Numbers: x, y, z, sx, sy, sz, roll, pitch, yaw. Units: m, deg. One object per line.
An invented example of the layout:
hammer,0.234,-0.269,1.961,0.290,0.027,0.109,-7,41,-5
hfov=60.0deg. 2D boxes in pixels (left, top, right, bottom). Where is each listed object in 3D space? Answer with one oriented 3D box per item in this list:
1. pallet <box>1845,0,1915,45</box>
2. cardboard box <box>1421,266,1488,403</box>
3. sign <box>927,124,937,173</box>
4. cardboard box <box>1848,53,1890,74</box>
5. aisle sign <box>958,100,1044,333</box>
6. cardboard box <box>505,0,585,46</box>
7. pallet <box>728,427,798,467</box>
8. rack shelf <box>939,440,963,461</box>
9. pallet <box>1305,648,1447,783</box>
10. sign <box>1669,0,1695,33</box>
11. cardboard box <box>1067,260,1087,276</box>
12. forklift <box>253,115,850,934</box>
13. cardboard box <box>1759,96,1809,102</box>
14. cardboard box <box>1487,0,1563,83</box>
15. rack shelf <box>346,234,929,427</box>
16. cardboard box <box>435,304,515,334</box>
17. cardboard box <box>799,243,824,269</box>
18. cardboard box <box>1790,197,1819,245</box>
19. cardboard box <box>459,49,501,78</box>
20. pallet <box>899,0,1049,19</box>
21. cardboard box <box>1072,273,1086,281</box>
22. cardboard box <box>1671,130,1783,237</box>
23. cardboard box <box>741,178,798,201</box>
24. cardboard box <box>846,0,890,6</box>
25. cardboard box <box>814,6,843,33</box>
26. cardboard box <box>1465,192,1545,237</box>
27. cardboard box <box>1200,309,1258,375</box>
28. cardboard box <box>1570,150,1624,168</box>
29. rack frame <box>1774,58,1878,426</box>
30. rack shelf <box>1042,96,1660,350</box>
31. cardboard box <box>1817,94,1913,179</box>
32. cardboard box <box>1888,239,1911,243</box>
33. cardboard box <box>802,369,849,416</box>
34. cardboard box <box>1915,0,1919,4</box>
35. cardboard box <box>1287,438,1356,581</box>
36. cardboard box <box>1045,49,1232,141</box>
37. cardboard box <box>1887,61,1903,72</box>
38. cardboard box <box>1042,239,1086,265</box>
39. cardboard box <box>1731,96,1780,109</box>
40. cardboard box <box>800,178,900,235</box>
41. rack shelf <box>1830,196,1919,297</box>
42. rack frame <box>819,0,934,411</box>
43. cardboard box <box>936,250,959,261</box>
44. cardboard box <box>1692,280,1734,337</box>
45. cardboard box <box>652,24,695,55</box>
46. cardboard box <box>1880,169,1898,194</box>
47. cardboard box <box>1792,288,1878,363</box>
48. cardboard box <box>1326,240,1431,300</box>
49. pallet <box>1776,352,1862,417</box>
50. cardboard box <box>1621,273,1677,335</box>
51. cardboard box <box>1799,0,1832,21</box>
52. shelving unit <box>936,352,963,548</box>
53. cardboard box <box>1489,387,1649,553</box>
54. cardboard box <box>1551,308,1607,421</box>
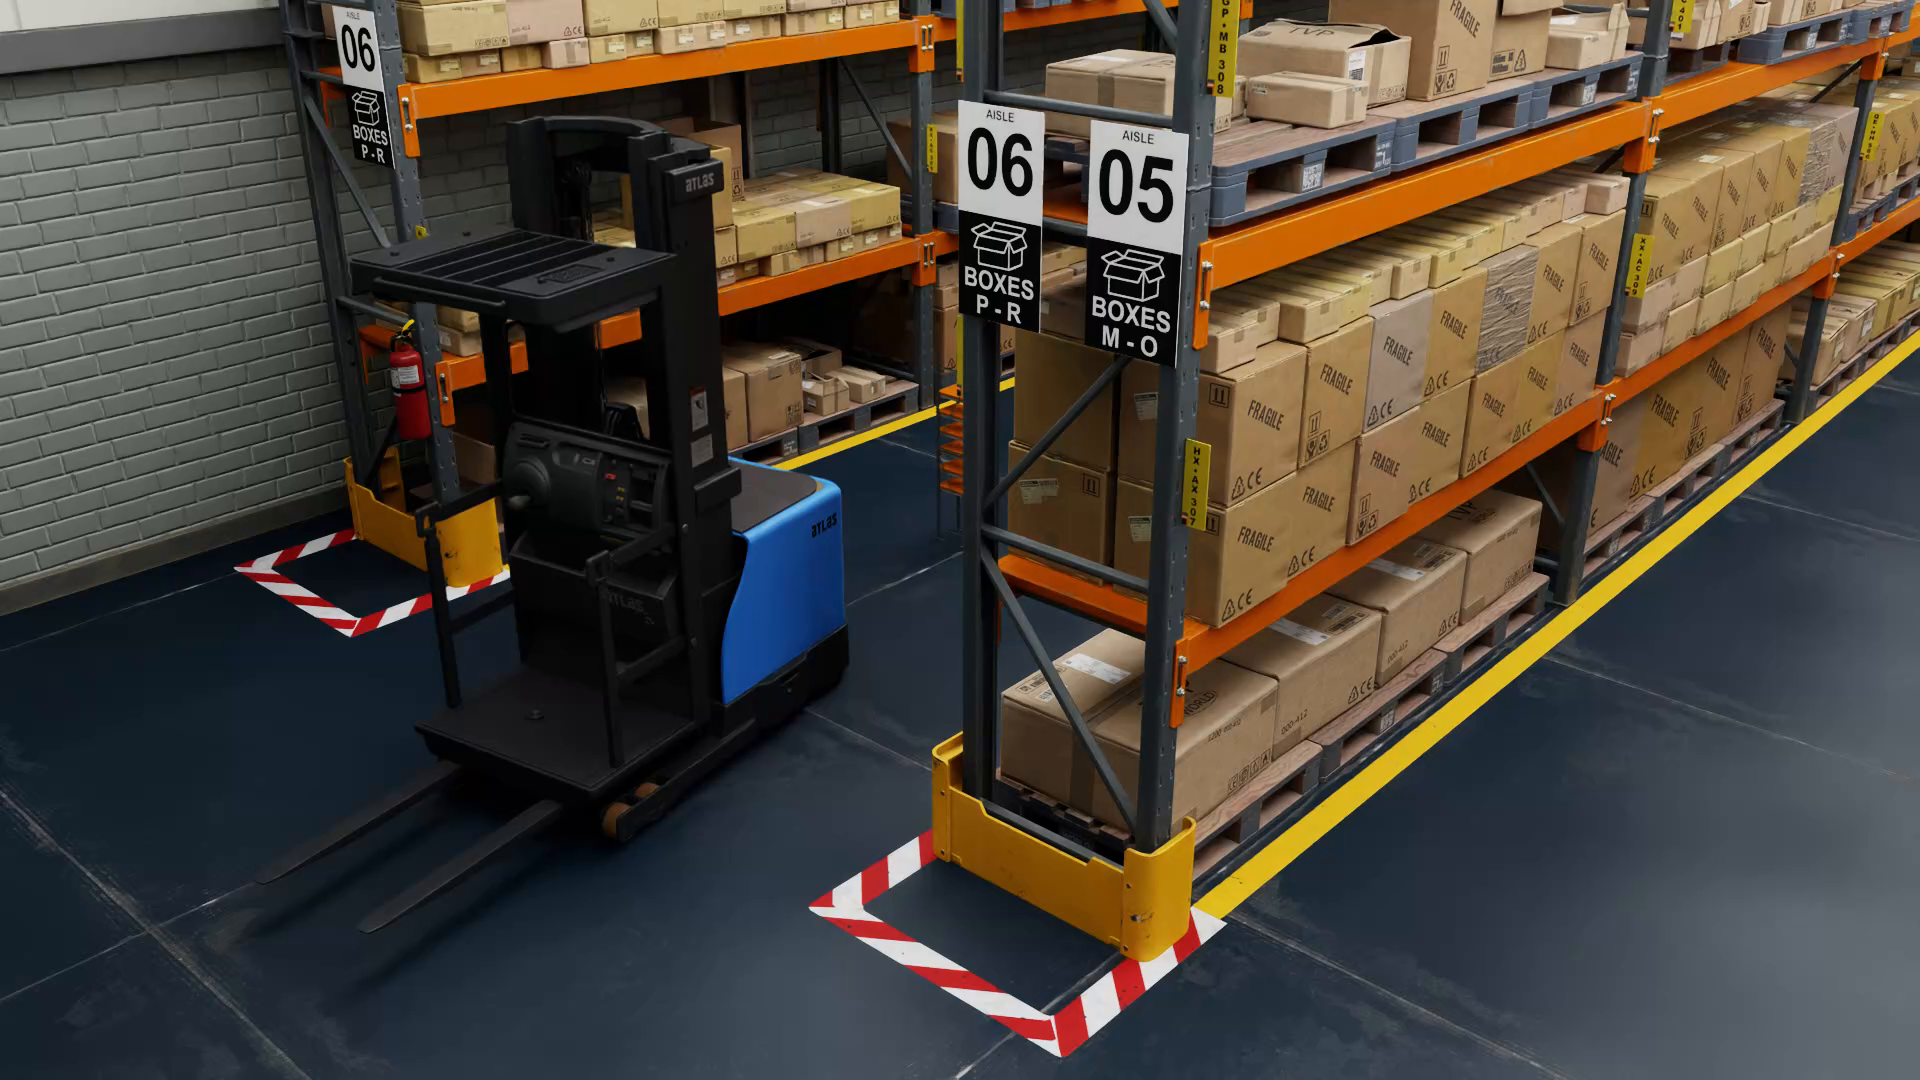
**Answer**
pallet,5.370,-3.424,10.786,1.213,0.211,1.003,22,32,40
cardboard box,1.963,-0.956,7.371,0.500,0.500,0.500,20,31,38
sign,-0.199,-2.737,11.630,0.100,0.325,0.005,20,31,38
cardboard box,7.205,-3.834,13.343,0.250,0.149,0.380,-22,32,-40
aisle sign,0.142,-1.164,6.002,0.394,0.787,0.004,20,31,38
cardboard box,-2.454,-2.926,9.264,0.500,0.250,0.500,21,32,38
pallet,-1.881,-0.633,11.404,1.003,0.211,1.213,20,31,38
rack shelf,0.010,-0.511,10.033,0.258,0.103,0.180,20,31,38
pallet,1.711,0.722,8.381,1.003,0.211,1.213,20,31,38
sign,3.505,-2.623,8.040,0.100,0.325,0.005,20,31,38
cardboard box,0.918,-2.097,13.803,0.500,0.500,0.500,19,30,36
forklift,-1.768,-0.231,7.183,1.130,2.935,3.031,14,28,28
cardboard box,5.857,-2.940,12.141,0.500,0.500,0.500,19,30,36
cardboard box,2.215,-2.367,7.435,0.637,0.503,0.797,-21,32,-39
rack shelf,-1.943,-1.550,10.921,1.077,0.370,4.000,20,31,38
cardboard box,-2.774,-1.401,9.529,0.500,0.250,0.500,20,31,38
cardboard box,-1.141,-1.964,11.270,0.380,0.149,0.250,21,32,39
cardboard box,5.287,-2.138,10.924,0.500,0.250,0.500,19,30,36
cardboard box,-2.736,-2.644,9.121,0.380,0.149,0.250,21,31,38
pallet,-0.120,-3.950,11.958,1.213,0.211,1.003,20,31,38
cardboard box,0.663,-0.961,6.590,0.380,0.149,0.250,21,31,38
cardboard box,4.595,-2.165,10.068,0.500,0.500,0.500,20,31,37
cardboard box,-1.469,-2.323,11.585,0.500,0.250,0.500,20,31,37
cardboard box,-0.743,-3.709,11.008,0.500,0.250,0.500,20,31,38
cardboard box,-0.979,-3.399,10.805,0.380,0.149,0.250,21,32,39
cardboard box,2.536,-1.545,7.892,0.380,0.149,0.250,20,31,37
cardboard box,0.864,-0.746,6.109,0.380,0.149,0.250,21,32,39
cardboard box,3.542,-2.000,9.700,0.500,0.500,0.500,21,32,39
rack frame,5.761,-2.352,11.830,1.000,3.000,0.127,20,31,38
rack shelf,1.756,-1.565,7.287,1.077,0.370,4.000,20,31,38
cardboard box,6.576,-2.960,12.186,0.500,0.500,0.500,22,32,40
cardboard box,8.625,-2.762,15.591,0.500,0.250,0.500,22,32,40
cardboard box,-0.999,-1.073,11.806,0.396,0.266,0.258,22,32,39
cardboard box,6.757,-4.241,12.249,0.797,0.503,0.637,20,31,38
cardboard box,1.272,-0.190,6.886,0.500,0.500,0.500,20,31,37
cardboard box,0.655,-1.614,6.066,0.500,0.250,0.500,17,29,33
cardboard box,7.570,-3.727,13.897,0.500,0.500,0.500,20,31,38
cardboard box,0.813,-2.377,13.634,0.380,0.149,0.250,20,31,38
cardboard box,5.249,-2.771,11.419,0.500,0.500,0.500,19,30,36
cardboard box,-0.766,-2.334,11.608,0.500,0.250,0.500,21,32,39
rack shelf,7.095,-2.634,13.337,1.077,0.370,4.000,20,31,38
rack frame,-0.608,-2.488,12.133,1.000,3.000,0.127,20,31,38
cardboard box,-0.033,-2.100,12.652,0.380,0.149,0.250,18,30,35
cardboard box,4.279,-1.437,9.972,0.500,0.250,0.500,20,31,37
cardboard box,-1.796,-2.998,9.910,0.380,0.149,0.250,20,31,38
cardboard box,6.746,-2.704,12.407,0.380,0.149,0.250,20,31,38
cardboard box,6.632,-1.741,13.166,0.950,0.372,0.625,19,31,37
cardboard box,1.741,-1.137,6.982,0.380,0.149,0.250,20,31,38
pallet,6.283,-1.318,12.931,1.003,0.211,1.213,20,31,38
cardboard box,3.595,-1.351,9.168,0.500,0.250,0.500,19,30,36
cardboard box,4.800,-3.342,9.736,0.500,0.500,0.500,20,31,38
shelving unit,0.010,-0.552,10.014,0.258,1.200,0.189,20,31,38
cardboard box,3.445,-0.567,9.931,0.875,0.875,0.875,21,32,39
cardboard box,2.972,-0.968,8.621,0.500,0.500,0.500,20,31,38
